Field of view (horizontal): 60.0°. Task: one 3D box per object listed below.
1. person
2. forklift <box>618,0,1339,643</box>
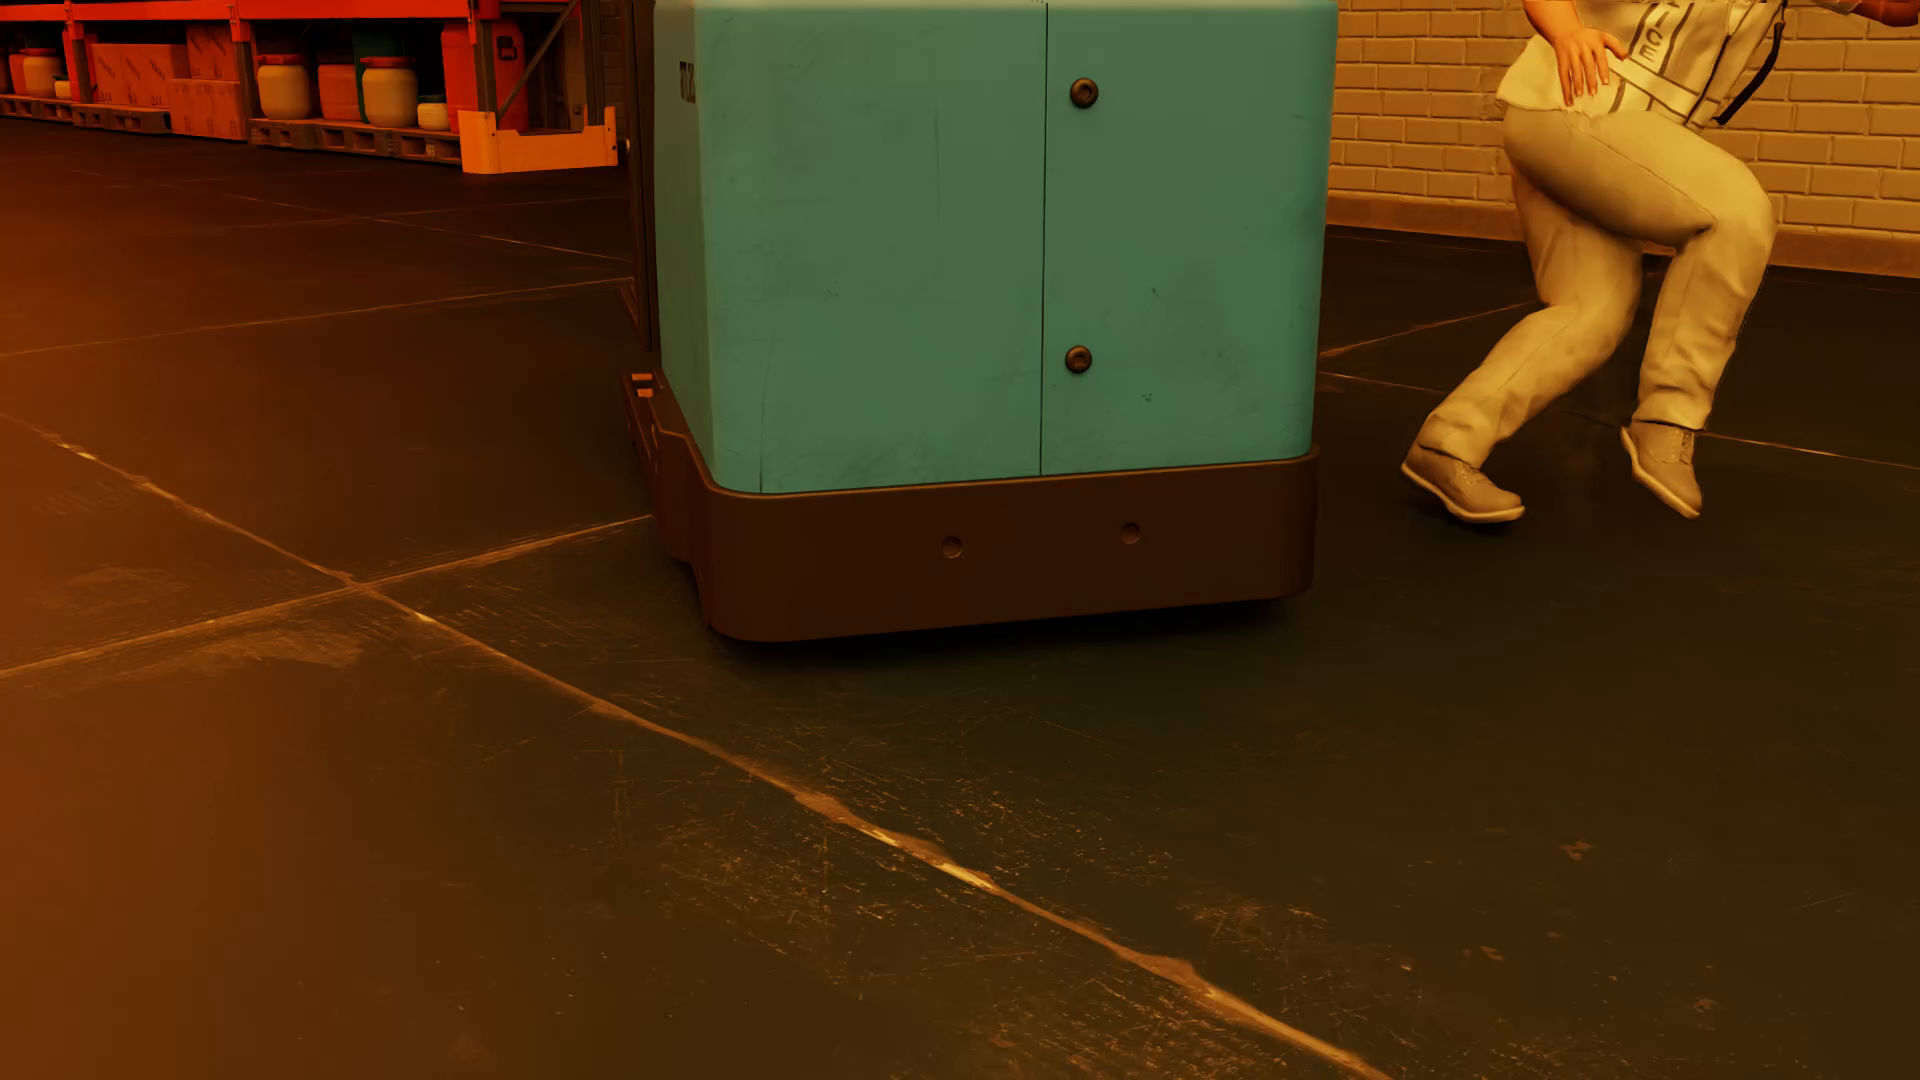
[{"bbox_3d":[1.471,-0.800,3.363,0.930,1.522,0.999,16,23,42],"label":"person"},{"bbox_3d":[-0.249,-1.633,3.716,1.130,2.935,3.031,-4,18,-14],"label":"forklift"}]
